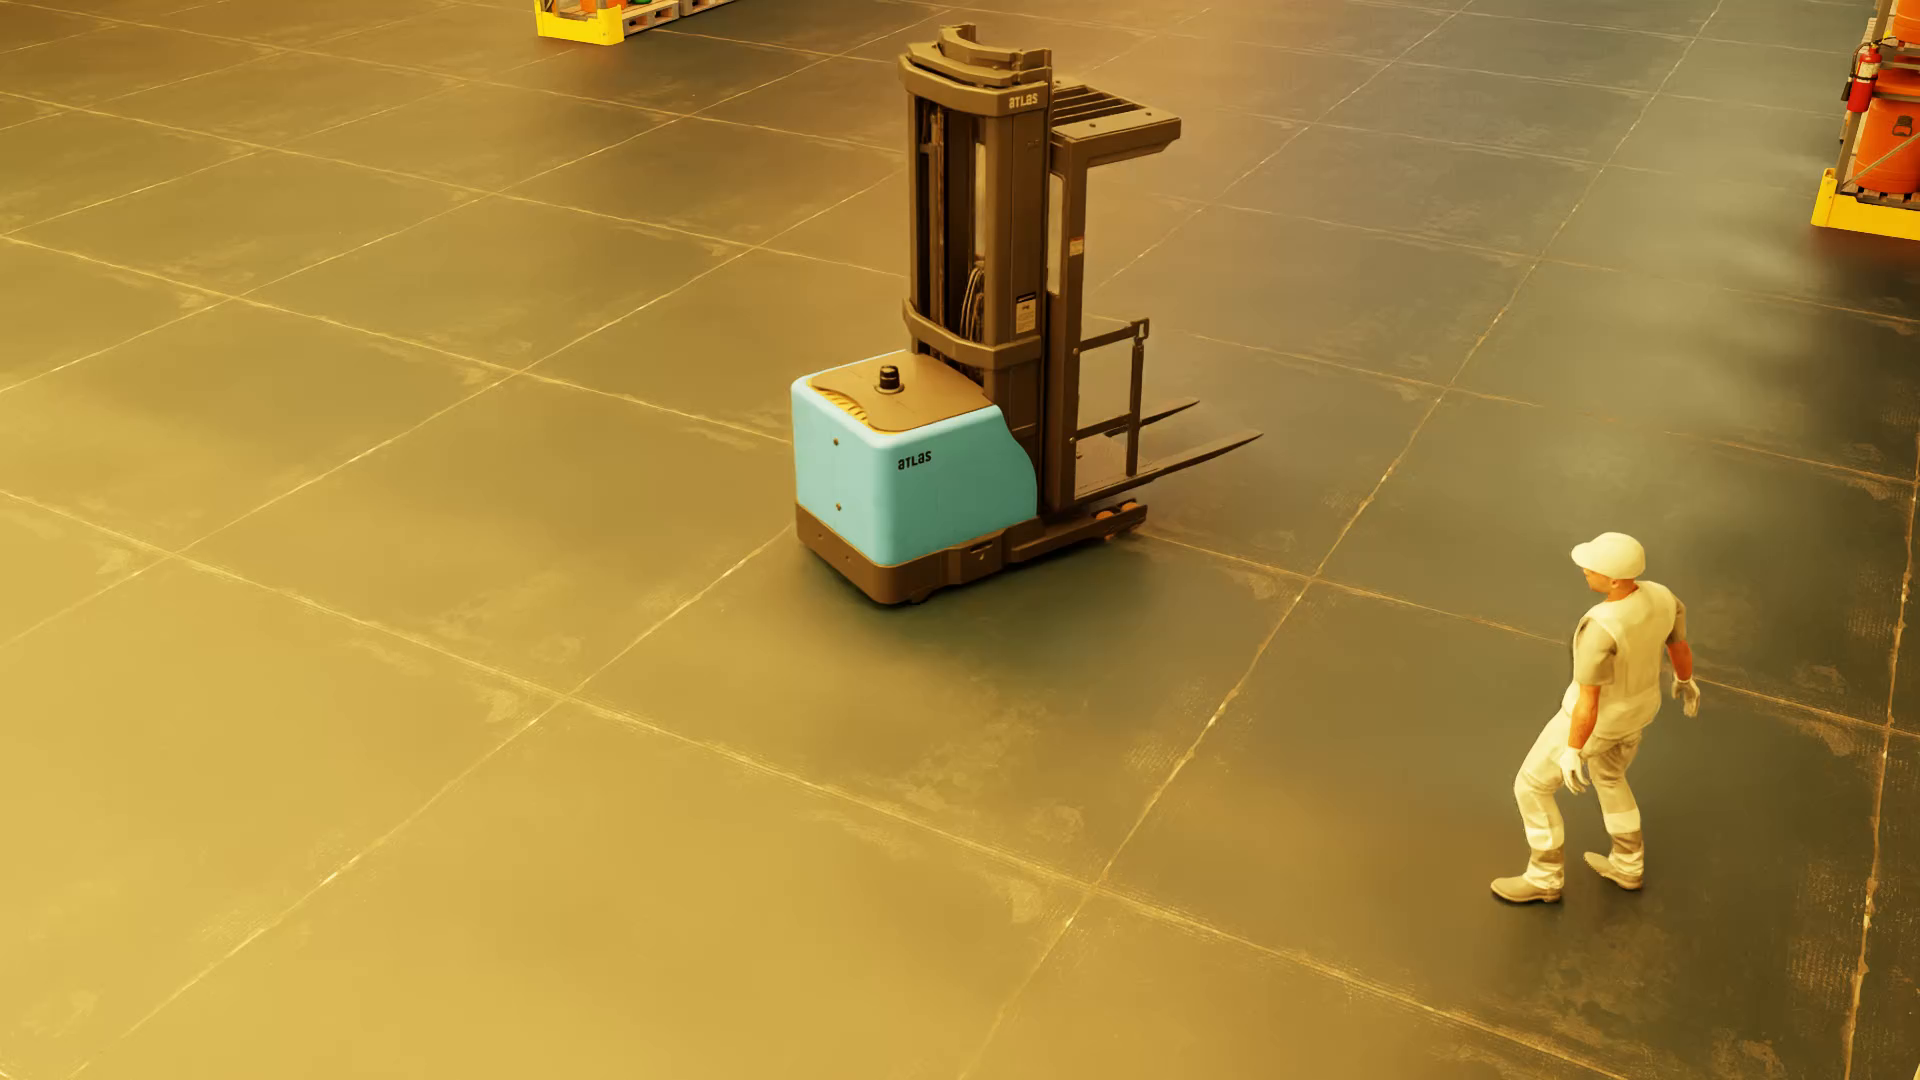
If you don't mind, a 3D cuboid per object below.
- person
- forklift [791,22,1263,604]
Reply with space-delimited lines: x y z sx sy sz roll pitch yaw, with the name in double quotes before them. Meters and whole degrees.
"person" 2.754 0.745 7.021 0.889 1.751 0.473 -16 34 -26
"forklift" 0.525 -1.475 9.626 3.031 2.935 1.130 -19 35 -29
